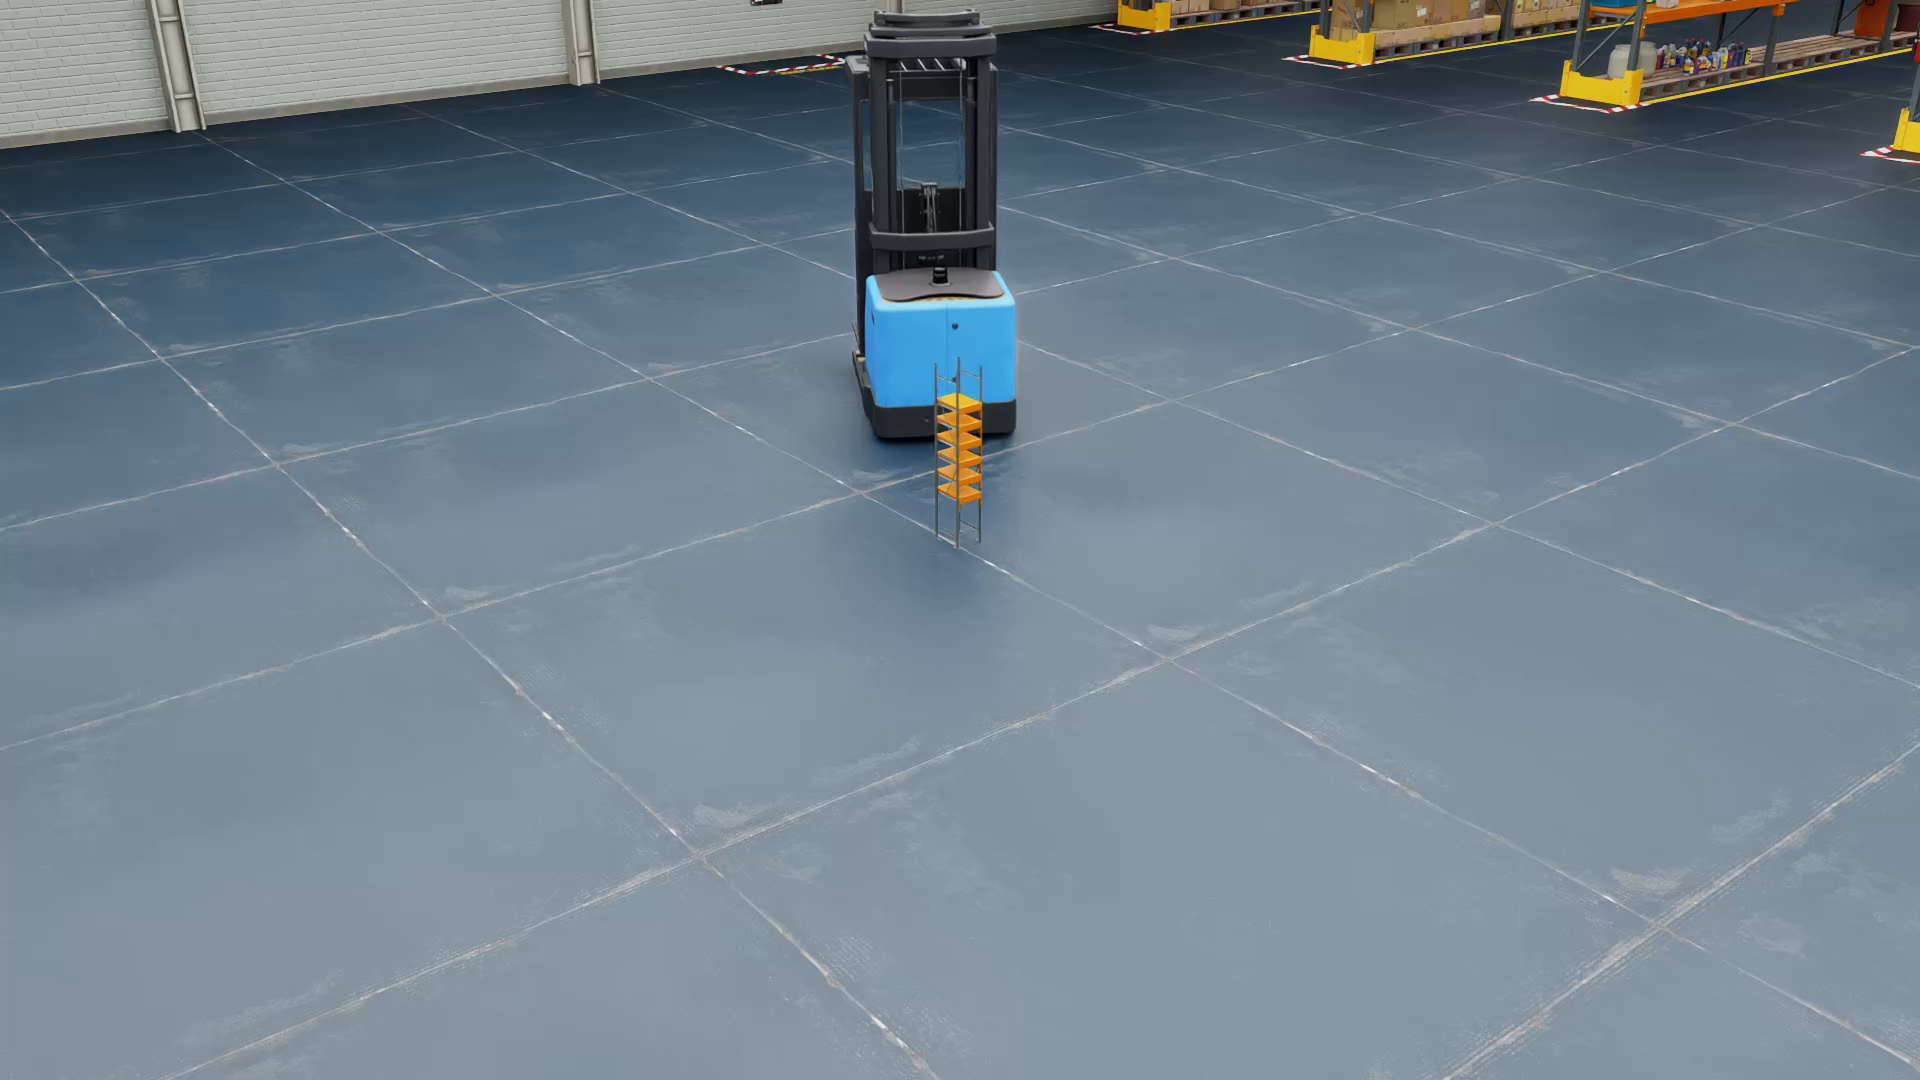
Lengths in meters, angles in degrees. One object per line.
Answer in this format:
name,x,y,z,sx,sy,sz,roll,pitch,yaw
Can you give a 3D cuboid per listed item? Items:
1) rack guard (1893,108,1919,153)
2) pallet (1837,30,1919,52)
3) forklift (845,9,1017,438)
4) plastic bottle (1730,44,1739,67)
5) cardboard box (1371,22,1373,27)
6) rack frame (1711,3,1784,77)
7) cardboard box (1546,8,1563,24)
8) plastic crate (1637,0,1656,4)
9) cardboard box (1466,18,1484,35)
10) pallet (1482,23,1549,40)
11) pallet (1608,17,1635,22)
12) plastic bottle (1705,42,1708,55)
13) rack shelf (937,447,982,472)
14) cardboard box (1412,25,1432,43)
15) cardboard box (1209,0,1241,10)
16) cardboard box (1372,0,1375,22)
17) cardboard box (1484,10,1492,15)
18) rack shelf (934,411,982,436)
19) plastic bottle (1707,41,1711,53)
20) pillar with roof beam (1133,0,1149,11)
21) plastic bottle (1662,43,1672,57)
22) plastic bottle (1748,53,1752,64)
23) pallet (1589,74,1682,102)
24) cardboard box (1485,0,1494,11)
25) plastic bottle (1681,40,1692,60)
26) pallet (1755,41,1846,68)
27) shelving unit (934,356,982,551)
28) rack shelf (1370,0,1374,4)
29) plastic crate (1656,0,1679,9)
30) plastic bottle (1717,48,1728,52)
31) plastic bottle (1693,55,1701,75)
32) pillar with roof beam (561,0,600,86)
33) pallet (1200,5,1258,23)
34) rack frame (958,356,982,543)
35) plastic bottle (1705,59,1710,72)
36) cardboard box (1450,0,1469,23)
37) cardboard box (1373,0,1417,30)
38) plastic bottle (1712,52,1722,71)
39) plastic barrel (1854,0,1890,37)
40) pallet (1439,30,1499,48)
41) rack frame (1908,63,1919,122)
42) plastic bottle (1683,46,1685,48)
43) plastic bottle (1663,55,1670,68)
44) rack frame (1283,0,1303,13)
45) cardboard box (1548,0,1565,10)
rack guard,12.708,-5.214,21.391,0.348,0.500,1.175,-18,31,-34
pallet,16.482,-9.001,29.893,1.213,0.211,1.003,-18,31,-34
forklift,-0.295,-2.666,13.013,1.130,2.935,3.031,-3,25,-7
plastic bottle,12.260,-7.693,26.387,0.185,0.351,0.144,-20,32,-37
cardboard box,7.164,-8.925,29.185,0.500,0.250,0.500,-18,31,-34
rack frame,12.740,-9.008,26.596,0.127,3.000,1.000,-18,31,-34
cardboard box,10.965,-9.883,31.250,0.500,0.250,0.500,-19,31,-36
plastic crate,10.316,-8.297,25.242,0.408,0.251,0.499,-18,31,-34
cardboard box,9.057,-9.273,29.936,0.500,0.250,0.500,-18,31,-34
pallet,10.242,-9.589,31.161,1.213,0.211,1.003,-18,31,-34
pallet,13.445,-10.605,33.351,1.213,0.211,1.003,-18,31,-34
plastic bottle,12.047,-7.910,26.934,0.133,0.283,0.061,-18,31,-34
rack shelf,-0.011,-0.500,10.508,0.180,0.103,0.258,-18,31,-34
cardboard box,7.883,-8.880,29.089,0.500,0.250,0.500,-18,31,-34
cardboard box,5.136,-10.788,32.879,0.500,0.500,0.700,-21,32,-37
cardboard box,7.555,-9.397,29.310,0.500,0.500,0.500,-18,31,-34
cardboard box,9.834,-9.797,31.063,0.500,0.250,0.500,-19,31,-35
rack shelf,-0.011,-0.718,10.407,0.180,0.103,0.258,-18,31,-34
plastic bottle,12.218,-8.032,27.212,0.097,0.271,0.097,0,25,0
pillar with roof beam,6.152,-13.014,28.102,0.400,9.000,9.100,-18,31,-34
plastic bottle,11.219,-7.726,26.458,0.185,0.351,0.144,-17,30,-32
plastic bottle,12.647,-7.741,26.667,0.097,0.201,0.097,0,25,0
pallet,10.265,-6.948,25.471,1.213,0.211,1.003,-18,31,-34
cardboard box,9.828,-10.048,30.937,0.500,0.311,0.500,-18,31,-34
plastic bottle,11.700,-7.885,26.800,0.185,0.351,0.144,-20,31,-36
pallet,14.294,-8.278,28.337,1.213,0.211,1.003,-18,31,-34
shelving unit,-0.011,-0.540,10.489,0.189,1.200,0.258,-18,31,-34
rack shelf,8.112,-9.804,29.166,4.000,0.370,1.077,-18,31,-34
plastic crate,10.495,-7.975,24.684,0.250,0.136,0.298,-18,31,-34
plastic bottle,12.149,-7.702,26.495,0.135,0.276,0.152,-18,31,-34
plastic bottle,11.400,-7.357,25.742,0.133,0.283,0.061,-18,30,-33
pillar with roof beam,-3.291,-9.897,21.386,0.400,9.000,9.100,-18,31,-34
pallet,5.159,-10.520,33.167,1.213,0.211,1.003,-18,31,-34
rack frame,0.061,-0.564,10.541,0.006,1.200,0.240,-18,31,-34
plastic bottle,11.637,-7.408,25.949,0.097,0.201,0.097,0,25,0
cardboard box,8.664,-9.483,29.497,0.500,0.500,0.500,-18,31,-34
cardboard box,7.490,-9.090,28.650,0.500,0.500,0.500,-18,31,-34
plastic bottle,11.875,-7.535,26.134,0.135,0.276,0.152,-18,30,-33
plastic barrel,16.262,-9.386,29.489,0.708,0.830,0.600,-18,31,-34
pallet,9.034,-9.192,30.306,1.213,0.211,1.003,-18,31,-34
rack frame,12.648,-6.328,20.822,0.127,3.000,1.000,-18,31,-34
plastic bottle,11.607,-7.798,26.707,0.097,0.271,0.097,0,25,0
plastic bottle,11.183,-7.577,26.315,0.097,0.201,0.097,0,25,0
rack frame,6.626,-12.290,33.668,0.127,3.000,1.000,-18,31,-34
cardboard box,10.969,-10.135,31.127,0.500,0.311,0.500,-19,31,-36
